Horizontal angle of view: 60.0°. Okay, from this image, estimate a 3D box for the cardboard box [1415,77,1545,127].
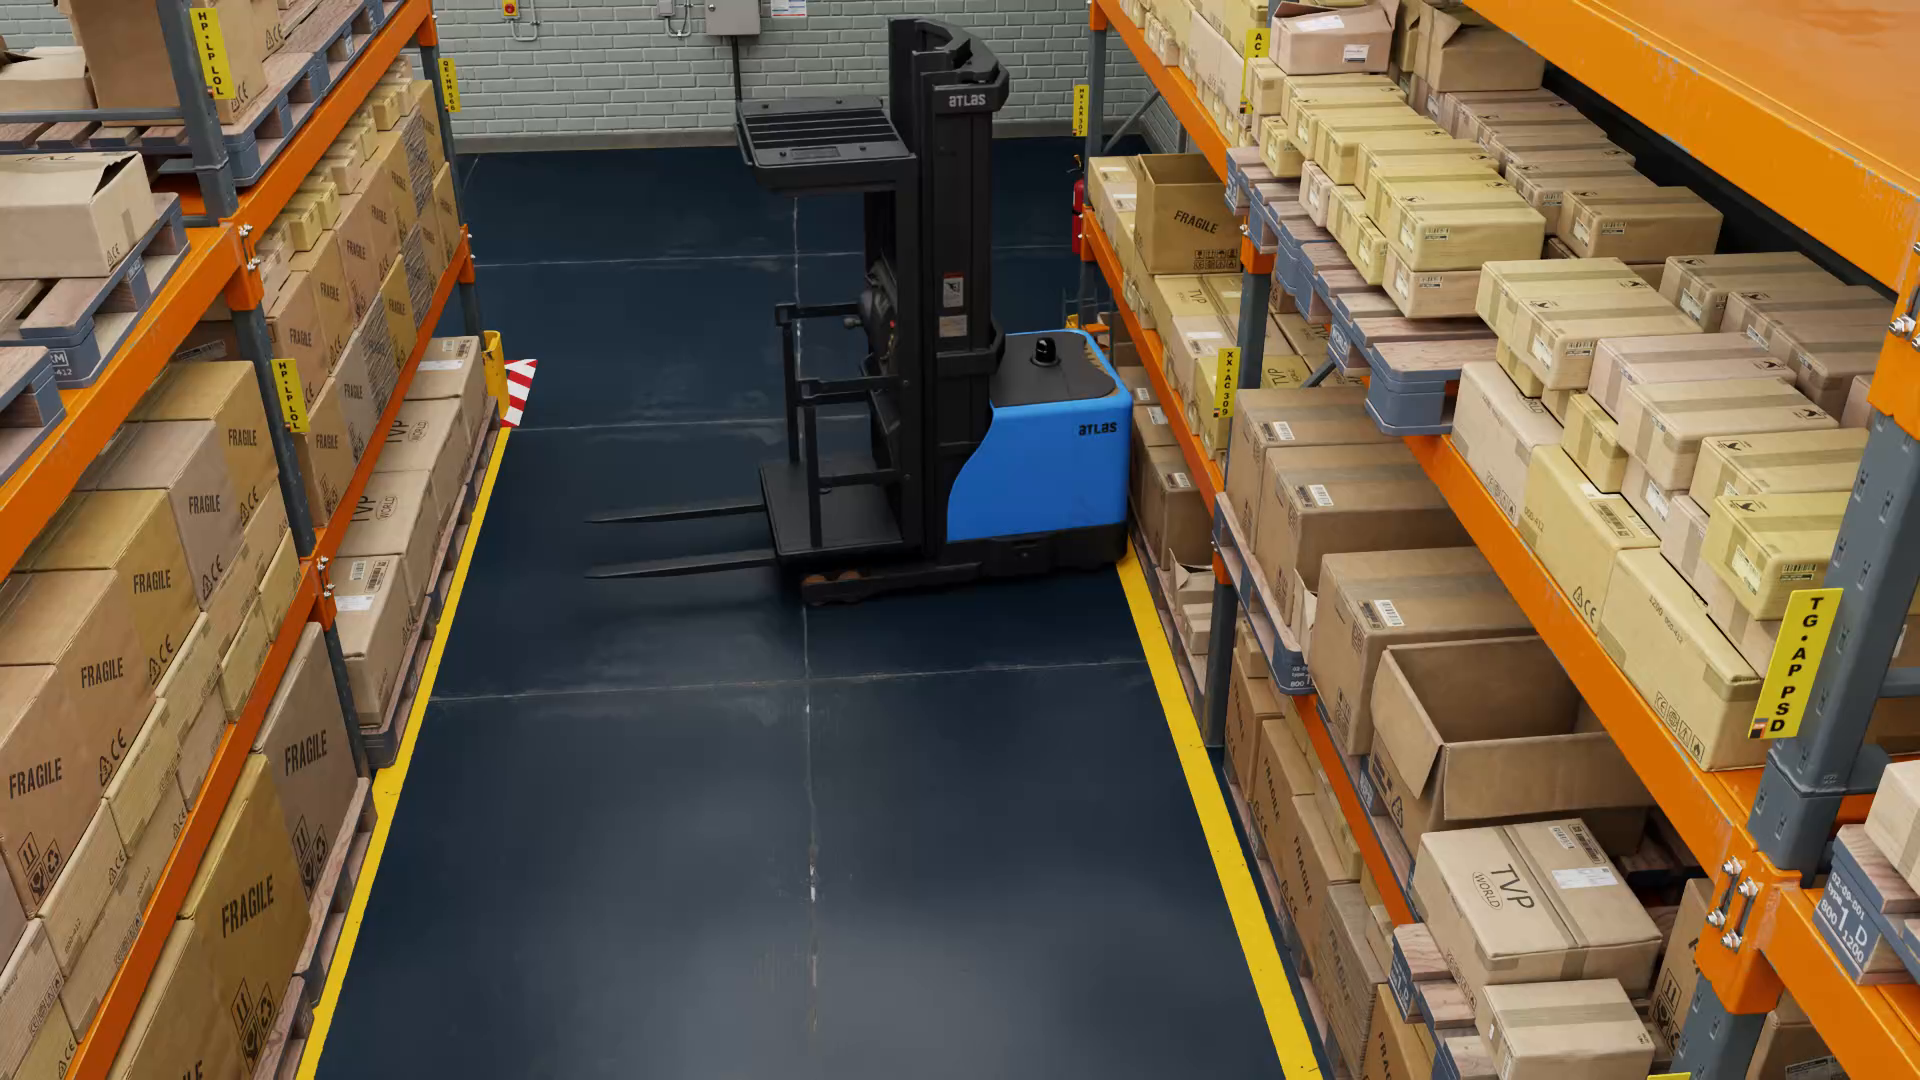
[{"bbox_3d":[1.873,-1.583,5.998,0.380,0.149,0.250,-3,31,-4],"label":"cardboard box"}]

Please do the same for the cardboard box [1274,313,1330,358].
[{"bbox_3d":[1.851,-0.915,8.212,0.500,0.250,0.500,-3,31,-5],"label":"cardboard box"}]

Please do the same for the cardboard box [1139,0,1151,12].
[{"bbox_3d":[1.181,-2.963,8.717,0.500,0.250,0.500,-4,31,-6],"label":"cardboard box"}]

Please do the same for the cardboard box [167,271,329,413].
[{"bbox_3d":[-3.063,-0.817,7.120,0.500,0.500,0.500,-3,31,-4],"label":"cardboard box"}]

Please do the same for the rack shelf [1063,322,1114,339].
[{"bbox_3d":[0.772,-1.235,10.028,0.258,0.103,0.180,-11,21,-25],"label":"rack shelf"}]

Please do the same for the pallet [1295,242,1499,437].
[{"bbox_3d":[1.773,-0.671,5.207,1.213,0.211,1.003,-3,31,-5],"label":"pallet"}]

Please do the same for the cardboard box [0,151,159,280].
[{"bbox_3d":[-2.968,-1.080,5.385,0.500,0.311,0.500,-3,31,-5],"label":"cardboard box"}]

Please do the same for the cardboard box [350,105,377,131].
[{"bbox_3d":[-3.308,-2.186,8.779,0.380,0.149,0.250,-3,31,-5],"label":"cardboard box"}]

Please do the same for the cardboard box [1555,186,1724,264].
[{"bbox_3d":[1.997,-0.928,4.900,0.380,0.149,0.250,-2,31,-3],"label":"cardboard box"}]

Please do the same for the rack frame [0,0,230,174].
[{"bbox_3d":[-3.259,-2.666,5.437,1.000,3.000,0.127,-3,31,-5],"label":"rack frame"}]

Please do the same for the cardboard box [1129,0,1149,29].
[{"bbox_3d":[1.117,-2.848,8.913,0.380,0.149,0.250,-3,31,-5],"label":"cardboard box"}]

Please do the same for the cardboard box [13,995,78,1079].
[{"bbox_3d":[-2.746,1.493,4.471,0.500,0.250,0.500,-4,31,-6],"label":"cardboard box"}]

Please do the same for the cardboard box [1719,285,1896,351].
[{"bbox_3d":[2.192,-0.531,4.257,0.380,0.149,0.250,-3,31,-5],"label":"cardboard box"}]

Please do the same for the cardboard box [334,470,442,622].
[{"bbox_3d":[-3.295,0.047,8.836,0.875,0.438,0.875,-4,31,-6],"label":"cardboard box"}]

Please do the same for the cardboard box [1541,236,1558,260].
[{"bbox_3d":[1.991,-0.923,5.183,0.380,0.149,0.250,-3,31,-4],"label":"cardboard box"}]

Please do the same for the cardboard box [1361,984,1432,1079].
[{"bbox_3d":[1.715,1.877,5.711,0.500,0.500,0.500,-1,31,-2],"label":"cardboard box"}]

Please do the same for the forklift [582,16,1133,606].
[{"bbox_3d":[-0.617,-1.193,8.889,3.031,2.935,1.130,-6,31,-10],"label":"forklift"}]

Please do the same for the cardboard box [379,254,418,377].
[{"bbox_3d":[-3.173,-1.160,8.669,0.500,0.500,0.500,-2,31,-3],"label":"cardboard box"}]

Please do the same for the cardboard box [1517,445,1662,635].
[{"bbox_3d":[1.719,-0.018,4.076,0.500,0.250,0.500,-3,31,-4],"label":"cardboard box"}]

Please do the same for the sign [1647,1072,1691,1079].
[{"bbox_3d":[1.517,1.280,3.630,0.100,0.325,0.005,-3,31,-5],"label":"sign"}]

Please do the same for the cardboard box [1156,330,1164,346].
[{"bbox_3d":[1.275,-1.161,9.014,0.380,0.149,0.250,-3,31,-5],"label":"cardboard box"}]

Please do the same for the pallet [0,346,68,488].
[{"bbox_3d":[-3.106,-0.152,4.338,1.003,0.211,1.213,-1,31,-2],"label":"pallet"}]

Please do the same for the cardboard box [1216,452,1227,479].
[{"bbox_3d":[1.401,-0.373,7.694,0.380,0.149,0.250,-2,31,-4],"label":"cardboard box"}]

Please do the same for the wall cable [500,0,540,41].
[{"bbox_3d":[-4.183,-5.460,14.944,0.585,1.953,0.123,-3,31,-5],"label":"wall cable"}]

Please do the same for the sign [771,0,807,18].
[{"bbox_3d":[-1.606,-5.125,15.497,0.329,0.494,0.001,-3,31,-5],"label":"sign"}]

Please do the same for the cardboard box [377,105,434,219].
[{"bbox_3d":[-3.273,-2.104,9.275,0.500,0.500,0.500,-3,31,-4],"label":"cardboard box"}]

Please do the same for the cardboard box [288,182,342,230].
[{"bbox_3d":[-3.094,-1.540,7.698,0.380,0.149,0.250,-4,31,-6],"label":"cardboard box"}]

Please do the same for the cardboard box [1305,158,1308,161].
[{"bbox_3d":[1.425,-1.303,5.819,0.380,0.149,0.250,-2,31,-4],"label":"cardboard box"}]

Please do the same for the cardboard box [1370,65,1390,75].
[{"bbox_3d":[1.918,-1.953,7.025,0.500,0.250,0.500,-3,31,-6],"label":"cardboard box"}]

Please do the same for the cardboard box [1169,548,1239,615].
[{"bbox_3d":[1.305,0.211,8.728,0.396,0.266,0.258,-2,31,-3],"label":"cardboard box"}]

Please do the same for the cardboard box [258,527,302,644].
[{"bbox_3d":[-2.966,0.191,6.651,0.500,0.250,0.500,-3,31,-6],"label":"cardboard box"}]

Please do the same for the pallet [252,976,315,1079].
[{"bbox_3d":[-2.995,2.122,5.992,1.003,0.211,1.213,-3,31,-5],"label":"pallet"}]

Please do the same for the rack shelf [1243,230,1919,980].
[{"bbox_3d":[1.869,-0.288,5.083,1.077,0.370,4.000,-3,31,-5],"label":"rack shelf"}]

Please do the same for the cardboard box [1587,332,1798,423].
[{"bbox_3d":[1.753,-0.376,3.996,0.380,0.149,0.250,-3,31,-5],"label":"cardboard box"}]

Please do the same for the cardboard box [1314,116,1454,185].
[{"bbox_3d":[1.401,-1.293,5.512,0.380,0.149,0.250,-3,31,-5],"label":"cardboard box"}]

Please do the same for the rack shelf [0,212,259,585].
[{"bbox_3d":[-3.072,-0.048,4.682,1.077,0.370,4.000,-3,31,-5],"label":"rack shelf"}]

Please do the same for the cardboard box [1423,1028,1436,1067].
[{"bbox_3d":[1.741,1.675,5.416,0.380,0.149,0.250,-2,31,-3],"label":"cardboard box"}]

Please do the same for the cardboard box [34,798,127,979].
[{"bbox_3d":[-2.768,1.012,4.789,0.500,0.250,0.500,-3,31,-5],"label":"cardboard box"}]

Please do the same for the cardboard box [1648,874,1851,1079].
[{"bbox_3d":[2.164,1.219,4.277,0.500,0.500,0.500,-1,31,-2],"label":"cardboard box"}]

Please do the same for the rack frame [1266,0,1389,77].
[{"bbox_3d":[1.682,-2.905,5.839,1.000,3.000,0.127,-3,31,-5],"label":"rack frame"}]

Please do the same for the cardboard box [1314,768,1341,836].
[{"bbox_3d":[1.615,1.017,6.517,0.380,0.149,0.250,-3,31,-5],"label":"cardboard box"}]

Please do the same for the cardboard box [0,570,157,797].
[{"bbox_3d":[-2.821,0.441,5.014,0.500,0.500,0.500,-2,31,-4],"label":"cardboard box"}]

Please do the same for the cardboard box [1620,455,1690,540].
[{"bbox_3d":[1.779,-0.120,3.859,0.380,0.149,0.250,-2,31,-3],"label":"cardboard box"}]

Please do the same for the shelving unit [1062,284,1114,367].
[{"bbox_3d":[0.782,-0.936,10.129,0.258,1.200,0.189,-11,21,-25],"label":"shelving unit"}]

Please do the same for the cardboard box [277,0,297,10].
[{"bbox_3d":[-3.543,-2.838,8.232,0.500,0.311,0.500,-2,31,-4],"label":"cardboard box"}]

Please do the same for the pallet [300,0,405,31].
[{"bbox_3d":[-3.553,-3.004,9.015,1.003,0.211,1.213,-3,31,-5],"label":"pallet"}]

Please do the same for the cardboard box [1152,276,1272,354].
[{"bbox_3d":[1.297,-1.152,8.609,0.500,0.250,0.500,-3,31,-5],"label":"cardboard box"}]

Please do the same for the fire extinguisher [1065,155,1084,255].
[{"bbox_3d":[0.835,-2.232,11.000,0.296,0.674,0.183,-3,31,-5],"label":"fire extinguisher"}]

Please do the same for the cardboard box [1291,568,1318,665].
[{"bbox_3d":[1.430,0.275,6.086,0.396,0.266,0.258,-1,31,-2],"label":"cardboard box"}]

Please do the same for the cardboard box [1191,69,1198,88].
[{"bbox_3d":[1.304,-2.205,7.837,0.380,0.149,0.250,-2,31,-3],"label":"cardboard box"}]
